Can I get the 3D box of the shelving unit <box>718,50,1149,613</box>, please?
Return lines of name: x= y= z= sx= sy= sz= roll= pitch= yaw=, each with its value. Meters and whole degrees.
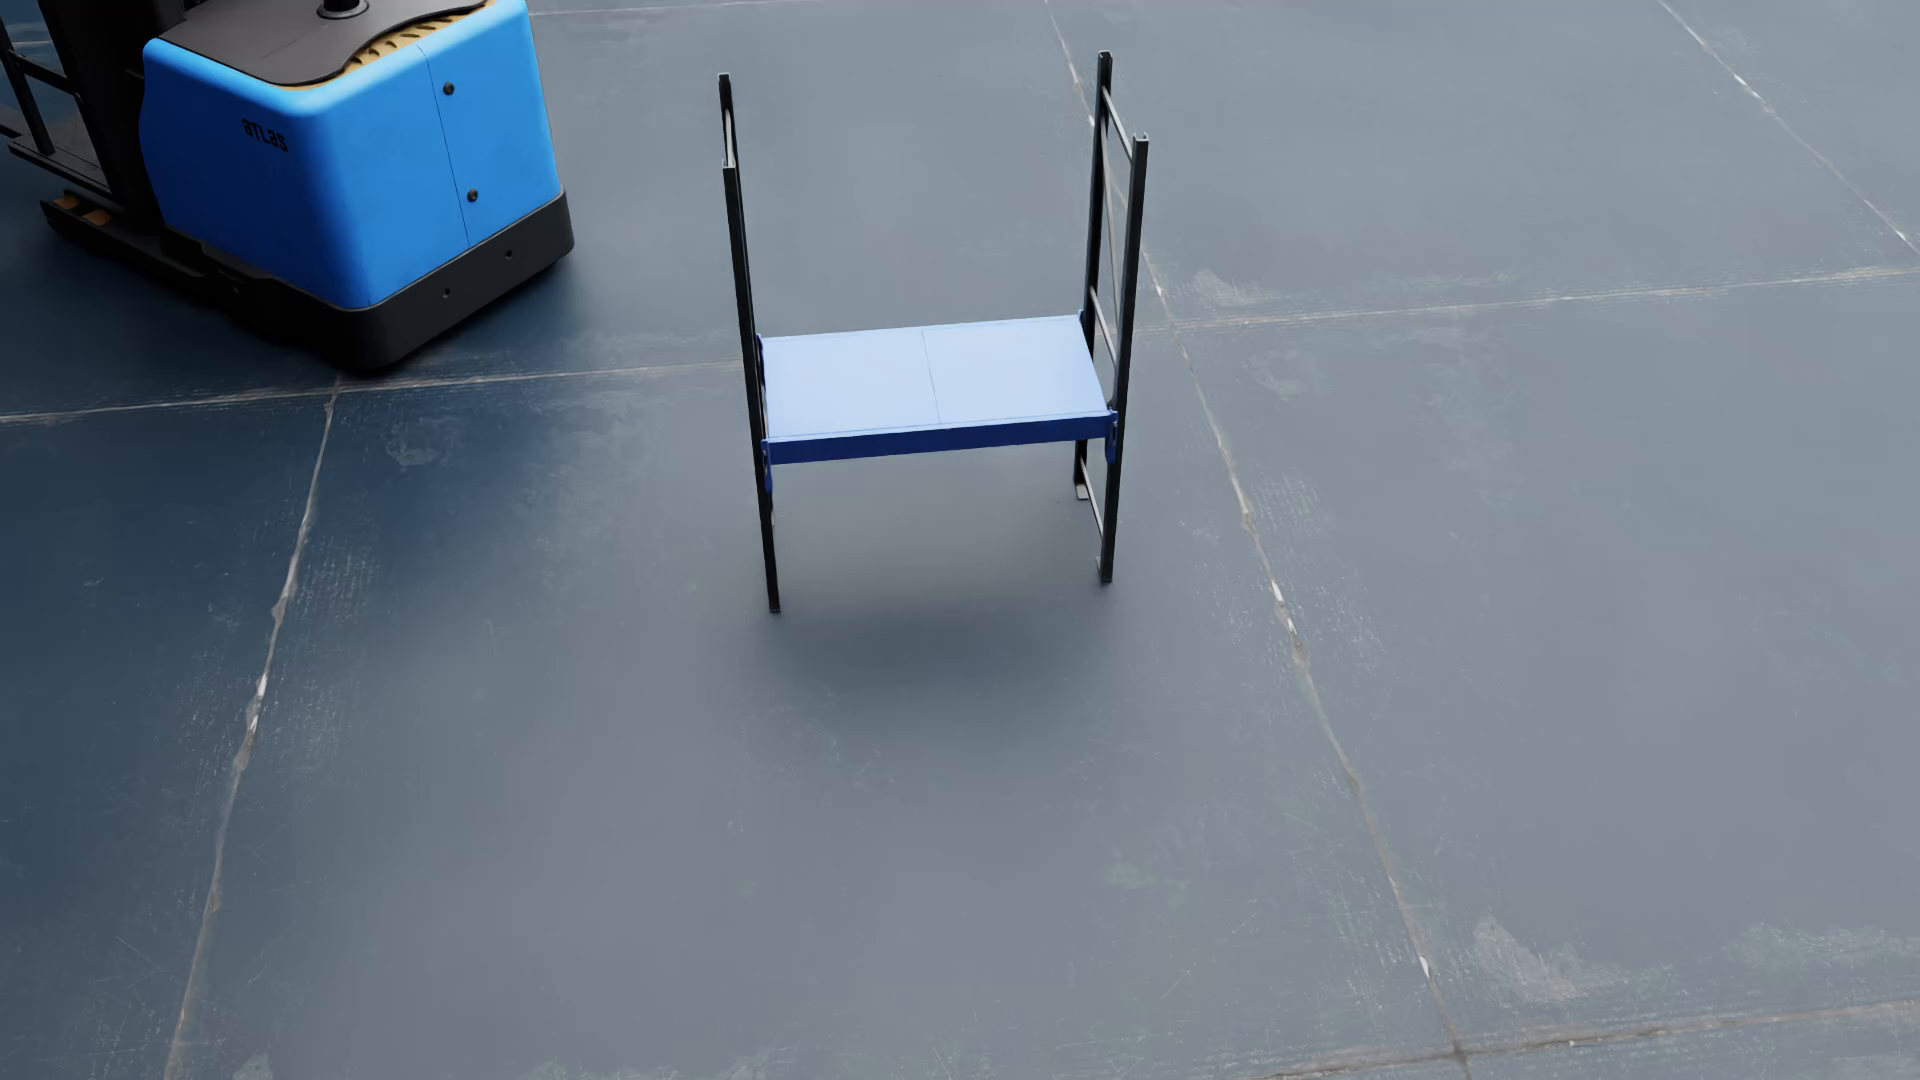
shelving unit: x=-0.085 y=-0.549 z=4.739 sx=1.048 sy=1.500 sz=0.538 roll=-5 pitch=42 yaw=-6

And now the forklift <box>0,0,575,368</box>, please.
forklift: x=-2.986 y=-2.472 z=5.802 sx=3.031 sy=2.935 sz=1.130 roll=25 pitch=48 yaw=25

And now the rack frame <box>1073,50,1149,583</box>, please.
rack frame: x=0.419 y=-0.594 z=4.788 sx=0.032 sy=1.500 sz=0.500 roll=-5 pitch=42 yaw=-6

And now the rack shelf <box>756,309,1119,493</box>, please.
rack shelf: x=-0.085 y=-0.416 z=4.860 sx=1.000 sy=0.185 sz=0.538 roll=-5 pitch=42 yaw=-6

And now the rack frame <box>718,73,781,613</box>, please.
rack frame: x=-0.589 y=-0.505 z=4.691 sx=0.032 sy=1.500 sz=0.500 roll=-5 pitch=42 yaw=-6
